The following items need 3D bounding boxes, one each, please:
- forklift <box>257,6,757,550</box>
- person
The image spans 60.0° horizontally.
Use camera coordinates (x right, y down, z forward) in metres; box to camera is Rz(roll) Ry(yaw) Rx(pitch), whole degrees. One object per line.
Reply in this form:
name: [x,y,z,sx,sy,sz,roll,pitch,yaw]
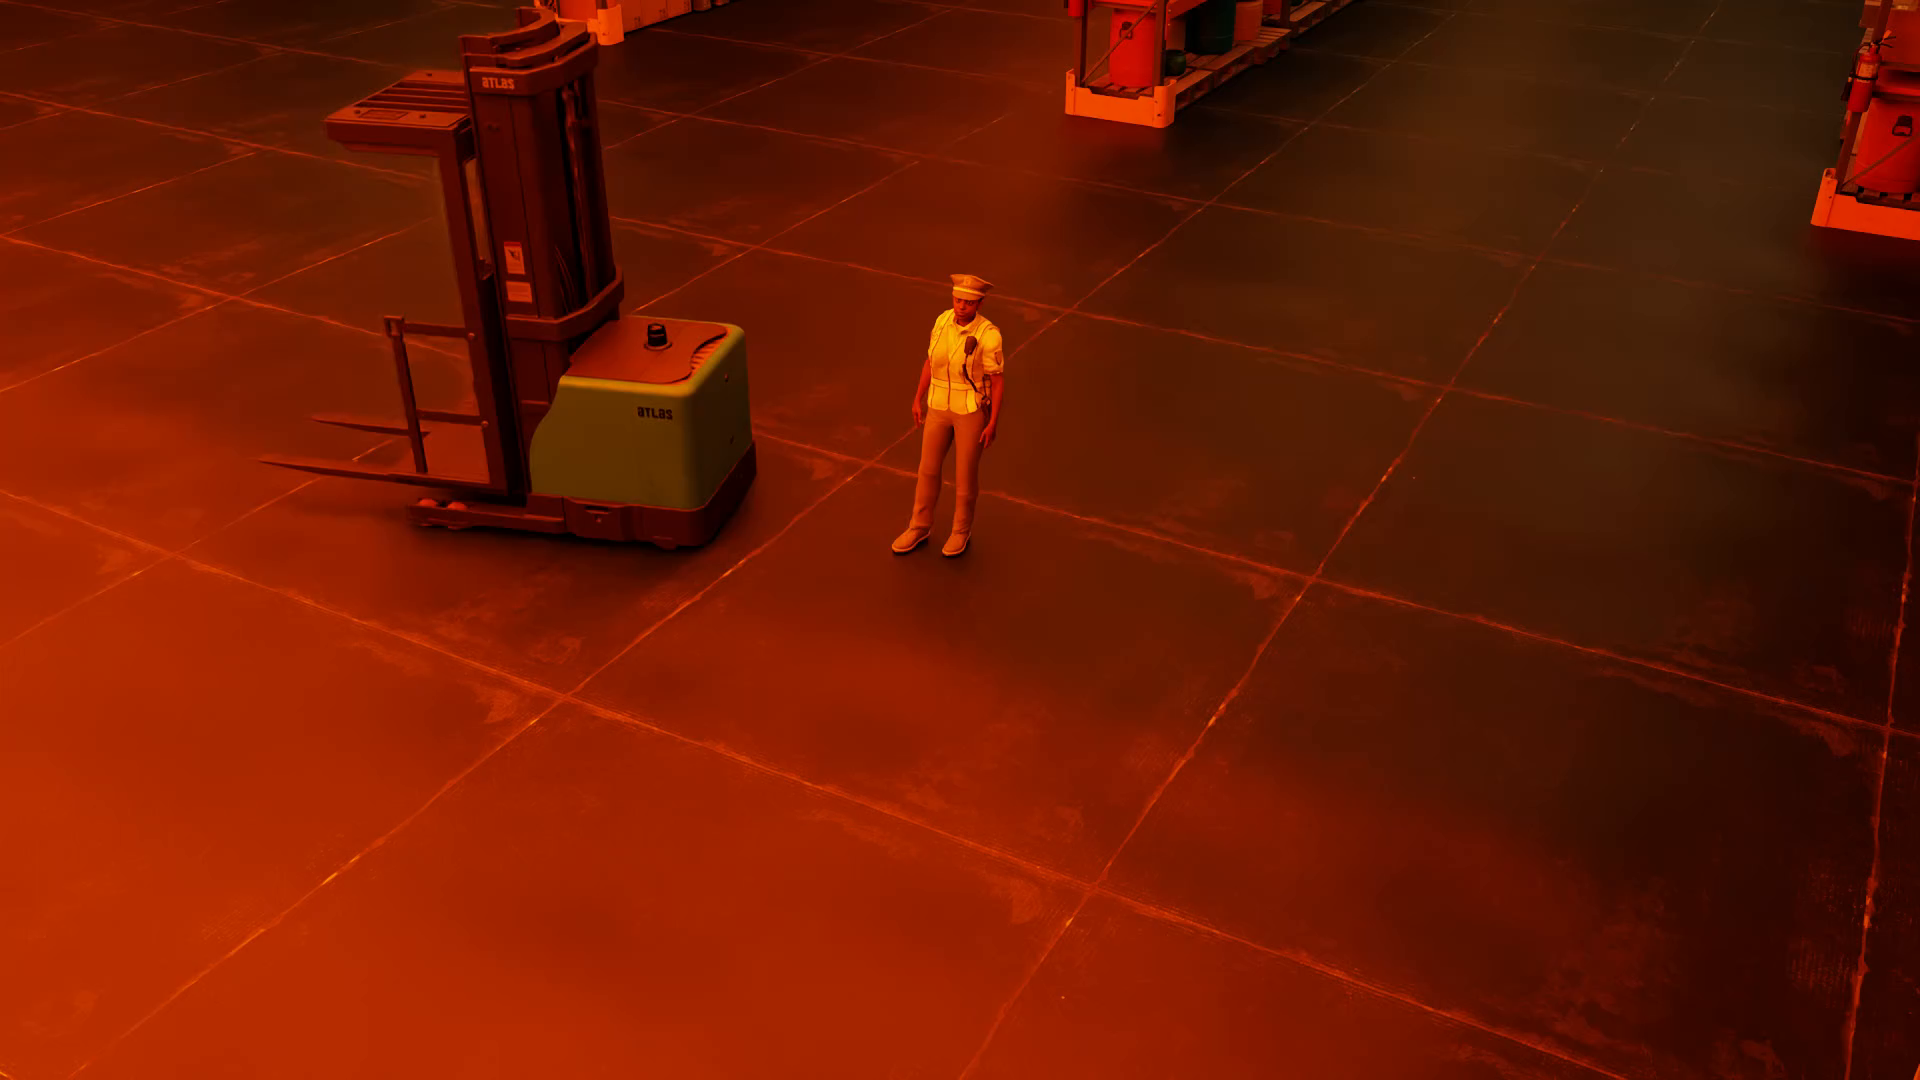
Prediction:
forklift: [-2.866,-1.580,9.808,3.031,2.935,1.130,6,31,11]
person: [-0.053,-0.711,9.527,0.570,1.694,0.528,15,33,25]
